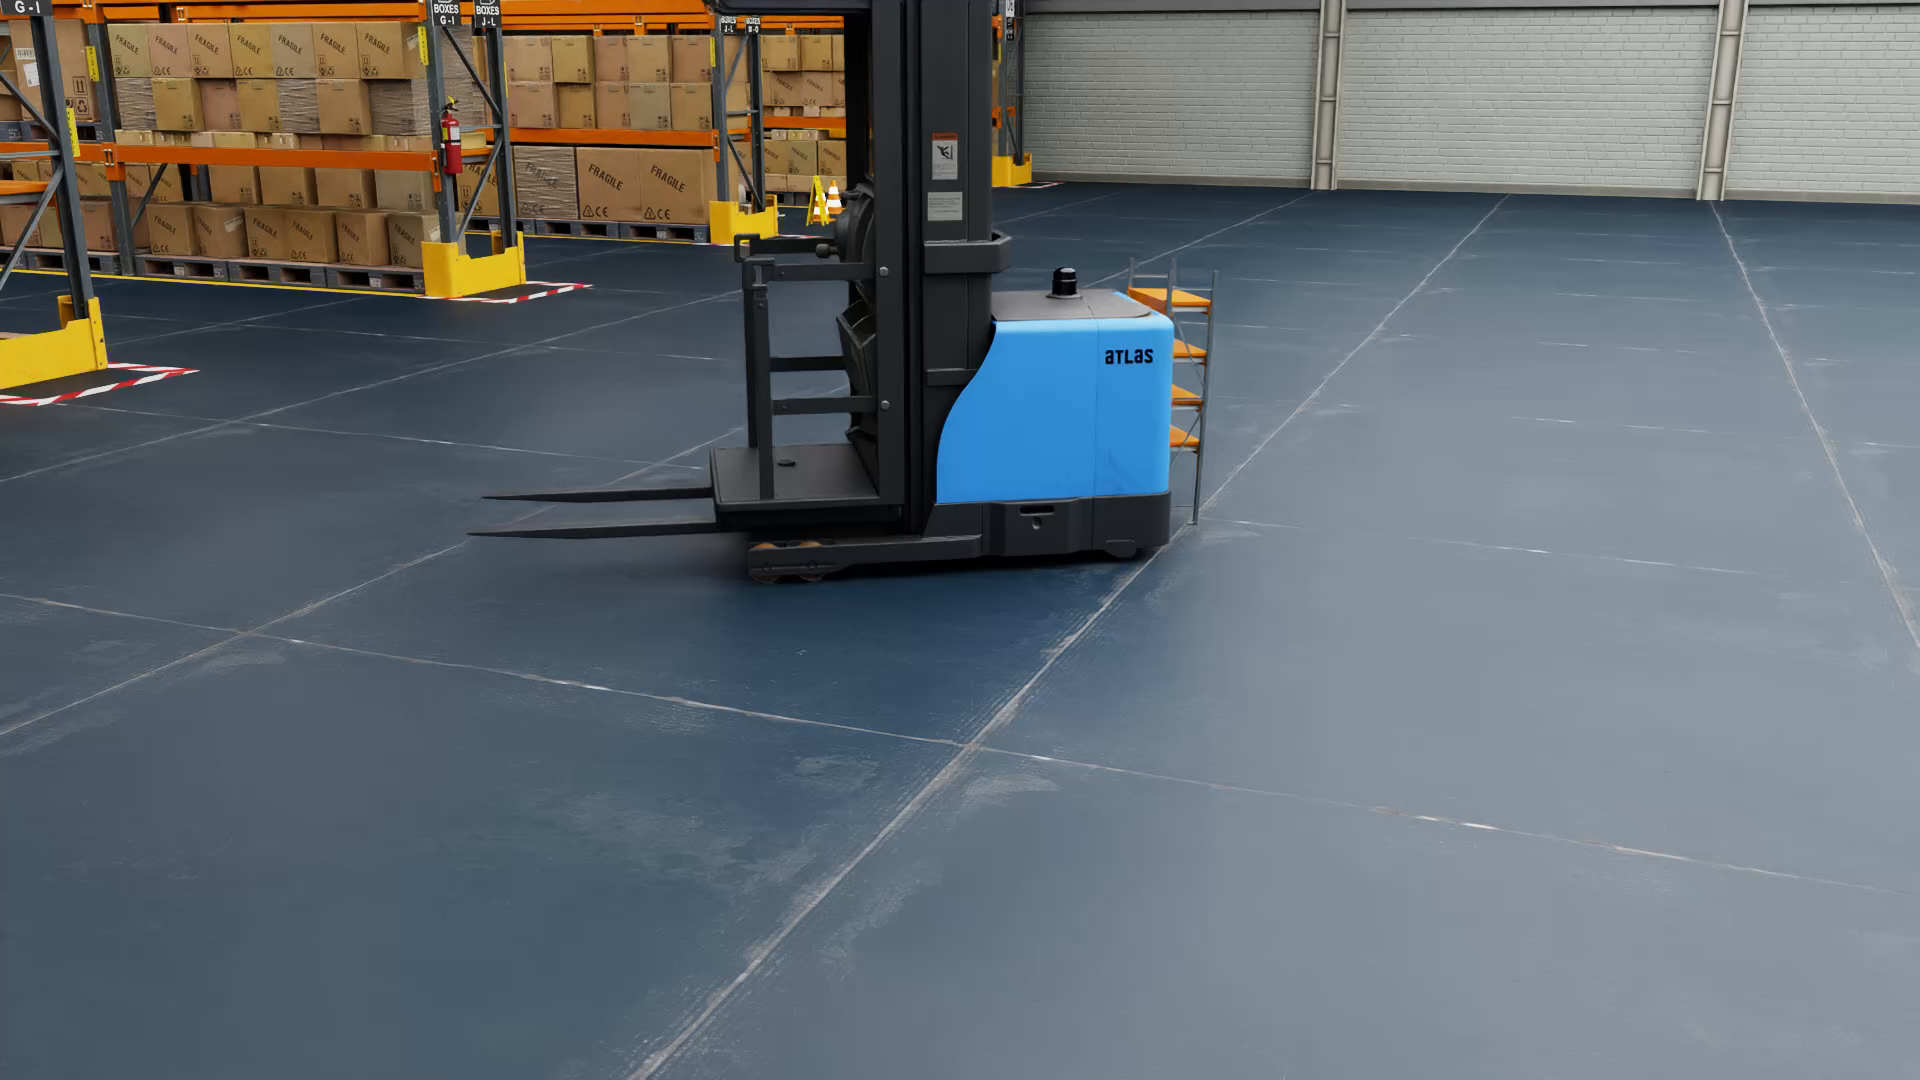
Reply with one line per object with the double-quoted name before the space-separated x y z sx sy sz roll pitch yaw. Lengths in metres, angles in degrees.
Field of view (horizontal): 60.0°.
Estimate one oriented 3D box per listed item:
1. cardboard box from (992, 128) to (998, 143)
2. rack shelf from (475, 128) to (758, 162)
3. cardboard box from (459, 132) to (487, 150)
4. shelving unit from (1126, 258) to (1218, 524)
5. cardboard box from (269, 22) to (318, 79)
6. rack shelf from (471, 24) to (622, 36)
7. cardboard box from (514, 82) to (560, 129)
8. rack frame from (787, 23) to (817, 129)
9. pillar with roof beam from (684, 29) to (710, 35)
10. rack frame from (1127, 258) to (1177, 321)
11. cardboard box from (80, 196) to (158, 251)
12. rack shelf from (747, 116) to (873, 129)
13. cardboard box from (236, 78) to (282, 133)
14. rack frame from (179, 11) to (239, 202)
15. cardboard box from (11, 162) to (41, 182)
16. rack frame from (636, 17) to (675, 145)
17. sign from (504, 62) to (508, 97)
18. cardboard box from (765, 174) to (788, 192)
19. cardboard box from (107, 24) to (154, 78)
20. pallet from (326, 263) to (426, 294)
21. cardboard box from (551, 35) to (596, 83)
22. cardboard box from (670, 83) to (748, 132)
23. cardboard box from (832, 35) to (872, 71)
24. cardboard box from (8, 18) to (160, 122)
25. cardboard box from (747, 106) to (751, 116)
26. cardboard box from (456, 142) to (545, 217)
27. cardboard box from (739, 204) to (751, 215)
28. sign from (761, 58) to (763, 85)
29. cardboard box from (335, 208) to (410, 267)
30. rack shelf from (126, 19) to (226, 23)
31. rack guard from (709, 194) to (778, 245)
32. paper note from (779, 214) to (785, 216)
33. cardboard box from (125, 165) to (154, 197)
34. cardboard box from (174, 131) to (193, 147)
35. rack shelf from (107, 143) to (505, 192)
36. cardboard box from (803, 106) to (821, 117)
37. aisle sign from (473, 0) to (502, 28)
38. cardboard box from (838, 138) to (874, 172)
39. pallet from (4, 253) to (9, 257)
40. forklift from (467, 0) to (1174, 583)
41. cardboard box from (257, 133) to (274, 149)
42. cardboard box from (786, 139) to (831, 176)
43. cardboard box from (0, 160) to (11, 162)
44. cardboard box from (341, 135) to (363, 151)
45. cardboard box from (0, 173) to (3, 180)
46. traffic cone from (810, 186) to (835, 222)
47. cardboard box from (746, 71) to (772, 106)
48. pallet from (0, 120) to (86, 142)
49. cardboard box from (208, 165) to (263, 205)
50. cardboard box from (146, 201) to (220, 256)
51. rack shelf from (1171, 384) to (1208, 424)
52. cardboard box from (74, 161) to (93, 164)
"cardboard box" 0.350 -7.023 28.870 0.500 0.250 0.500 7 18 22
"rack shelf" -4.507 -4.973 20.713 4.000 0.370 1.077 6 17 21
"cardboard box" -4.738 -3.808 15.861 0.250 0.149 0.380 6 17 21
"shelving unit" 0.975 -0.718 7.974 0.258 1.200 0.503 -2 16 -16
"cardboard box" -6.094 -4.602 15.640 0.500 0.500 0.500 6 17 21
"rack shelf" -8.409 -9.813 32.007 4.000 0.370 1.077 6 17 21
"cardboard box" -5.041 -5.424 20.708 0.550 0.550 0.875 6 17 21
"rack frame" -2.828 -8.105 30.211 0.127 3.000 1.000 6 17 21
"pillar with roof beam" -6.585 -10.379 27.284 0.400 9.000 9.100 6 17 21
"rack frame" 0.909 -0.783 8.200 0.240 1.200 0.015 -2 16 -16
"cardboard box" -8.845 -3.326 17.444 0.500 0.500 0.700 5 17 16
"rack shelf" -2.785 -6.267 25.171 4.000 0.370 1.077 6 17 21
"cardboard box" -6.482 -4.228 16.146 0.500 0.500 0.875 6 17 21
"rack frame" -10.089 -5.932 22.727 0.127 3.000 1.000 6 17 21
"cardboard box" -13.220 -5.198 23.929 0.500 0.500 0.500 7 18 23
"rack frame" -4.646 -6.817 25.775 0.127 3.000 1.000 6 17 21
"sign" -4.362 -4.394 15.876 0.005 0.325 0.100 6 17 21
"cardboard box" -2.743 -5.409 25.104 0.500 0.250 0.500 6 17 19
"cardboard box" -7.956 -4.806 16.341 0.500 0.500 0.500 6 17 21
"pallet" -5.374 -2.598 16.246 1.213 0.211 1.003 6 17 21
"cardboard box" -4.535 -5.898 20.402 0.500 0.550 0.875 6 17 21
"cardboard box" -3.009 -5.212 19.977 0.550 0.550 0.875 6 17 21
"cardboard box" -1.480 -7.074 24.156 0.500 0.500 0.700 6 17 19
"cardboard box" -8.969 -4.854 17.185 1.000 1.000 1.000 6 17 21
"cardboard box" -3.039 -6.429 24.890 0.250 0.149 0.380 6 17 20
"cardboard box" -5.808 -4.622 21.271 0.875 0.875 0.875 7 17 21
"cardboard box" -2.884 -4.649 23.420 0.380 0.149 0.250 -12 20 -37
"sign" -2.438 -5.711 20.270 0.005 0.325 0.100 6 17 21
"cardboard box" -5.704 -2.959 16.217 0.500 0.500 0.500 12 20 35
"rack shelf" -13.948 -8.935 28.981 4.000 0.370 1.077 6 17 21
"rack guard" -2.624 -3.911 20.248 0.348 0.500 1.175 6 17 21
"paper note" -2.534 -4.562 23.334 0.142 0.019 0.148 0 16 1
"cardboard box" -11.279 -4.987 23.201 0.500 0.500 0.500 7 18 23
"cardboard box" -7.486 -3.956 16.370 0.250 0.149 0.380 6 17 21
"rack shelf" -6.421 -3.697 16.317 4.000 0.370 1.077 6 17 21
"cardboard box" -2.109 -6.317 24.505 0.250 0.149 0.380 7 17 22
"aisle sign" -4.393 -5.157 15.396 0.004 0.787 0.394 6 17 21
"cardboard box" -1.596 -5.806 25.125 0.500 0.500 0.500 6 17 19
"pallet" -11.276 -3.236 18.443 1.213 0.211 1.003 6 17 21
"forklift" -0.632 -1.384 7.183 3.031 2.935 1.130 -3 16 -9
"cardboard box" -6.543 -3.862 16.048 0.250 0.149 0.380 6 17 21
"cardboard box" -2.252 -5.716 24.816 0.500 0.500 0.500 7 18 23
"cardboard box" -14.289 -5.592 24.849 0.250 0.149 0.380 7 18 23
"cardboard box" -5.612 -3.760 15.696 0.250 0.149 0.380 6 17 21
"cardboard box" -14.220 -5.266 24.261 0.250 0.149 0.380 7 17 22
"traffic cone" -1.889 -4.576 22.607 0.334 0.463 0.336 6 17 21
"cardboard box" -2.923 -6.744 24.811 0.500 0.500 0.500 6 17 21
"pallet" -10.146 -4.372 17.697 1.213 0.211 1.003 6 17 21
"cardboard box" -9.555 -4.968 22.687 0.750 0.750 1.050 6 17 20
"cardboard box" -7.924 -3.197 17.035 0.500 0.500 0.500 6 17 19
"rack shelf" 0.972 -0.653 7.992 0.258 0.148 0.480 -2 16 -16
"cardboard box" -12.250 -5.451 23.456 0.500 0.250 0.500 7 18 23
